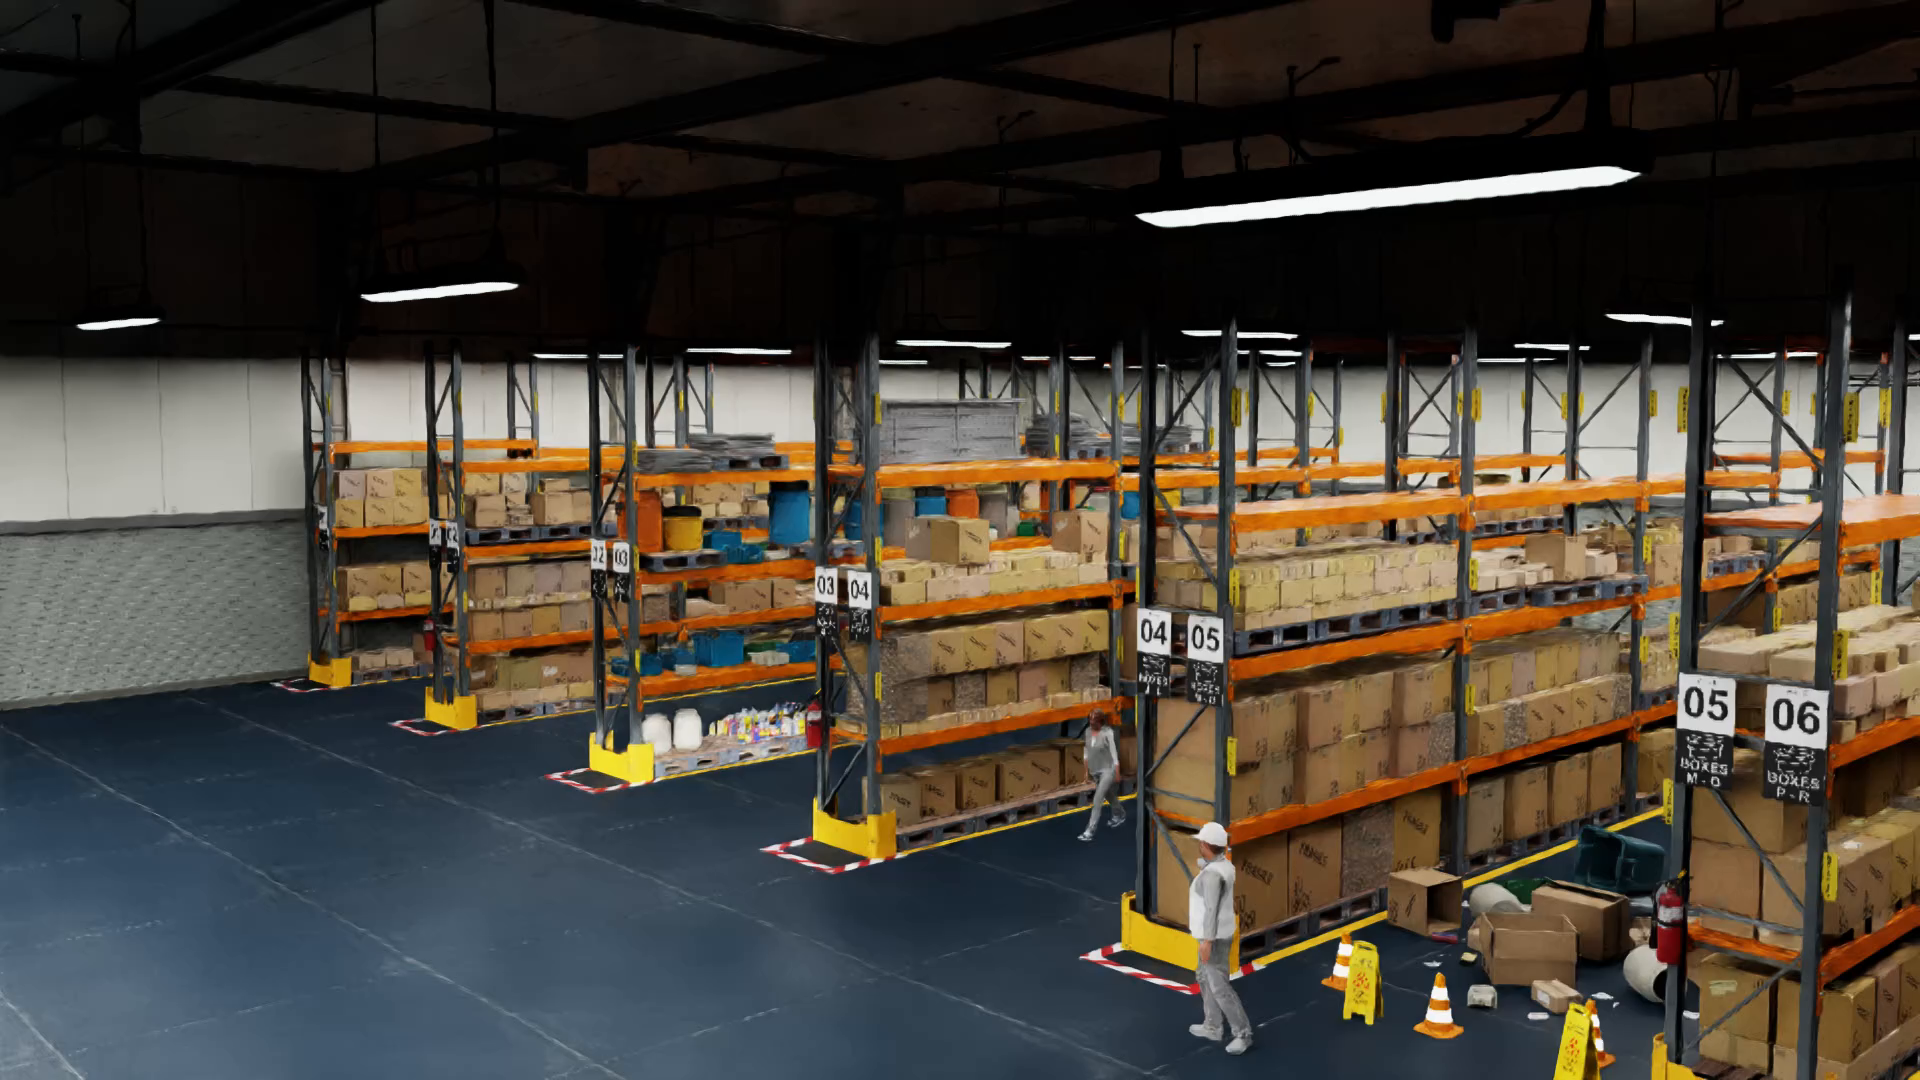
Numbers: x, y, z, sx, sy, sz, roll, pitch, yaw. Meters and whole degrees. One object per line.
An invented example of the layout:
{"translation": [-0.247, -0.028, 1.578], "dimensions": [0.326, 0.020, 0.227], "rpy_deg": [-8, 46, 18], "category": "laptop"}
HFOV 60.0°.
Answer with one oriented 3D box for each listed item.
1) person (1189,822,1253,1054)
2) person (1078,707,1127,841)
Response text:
{"translation": [2.079, 3.133, 13.216], "dimensions": [0.544, 1.765, 0.631], "rpy_deg": [2, 5, 18], "category": "person"}
{"translation": [1.630, 2.683, 19.426], "dimensions": [0.419, 1.514, 1.038], "rpy_deg": [5, 7, 45], "category": "person"}
